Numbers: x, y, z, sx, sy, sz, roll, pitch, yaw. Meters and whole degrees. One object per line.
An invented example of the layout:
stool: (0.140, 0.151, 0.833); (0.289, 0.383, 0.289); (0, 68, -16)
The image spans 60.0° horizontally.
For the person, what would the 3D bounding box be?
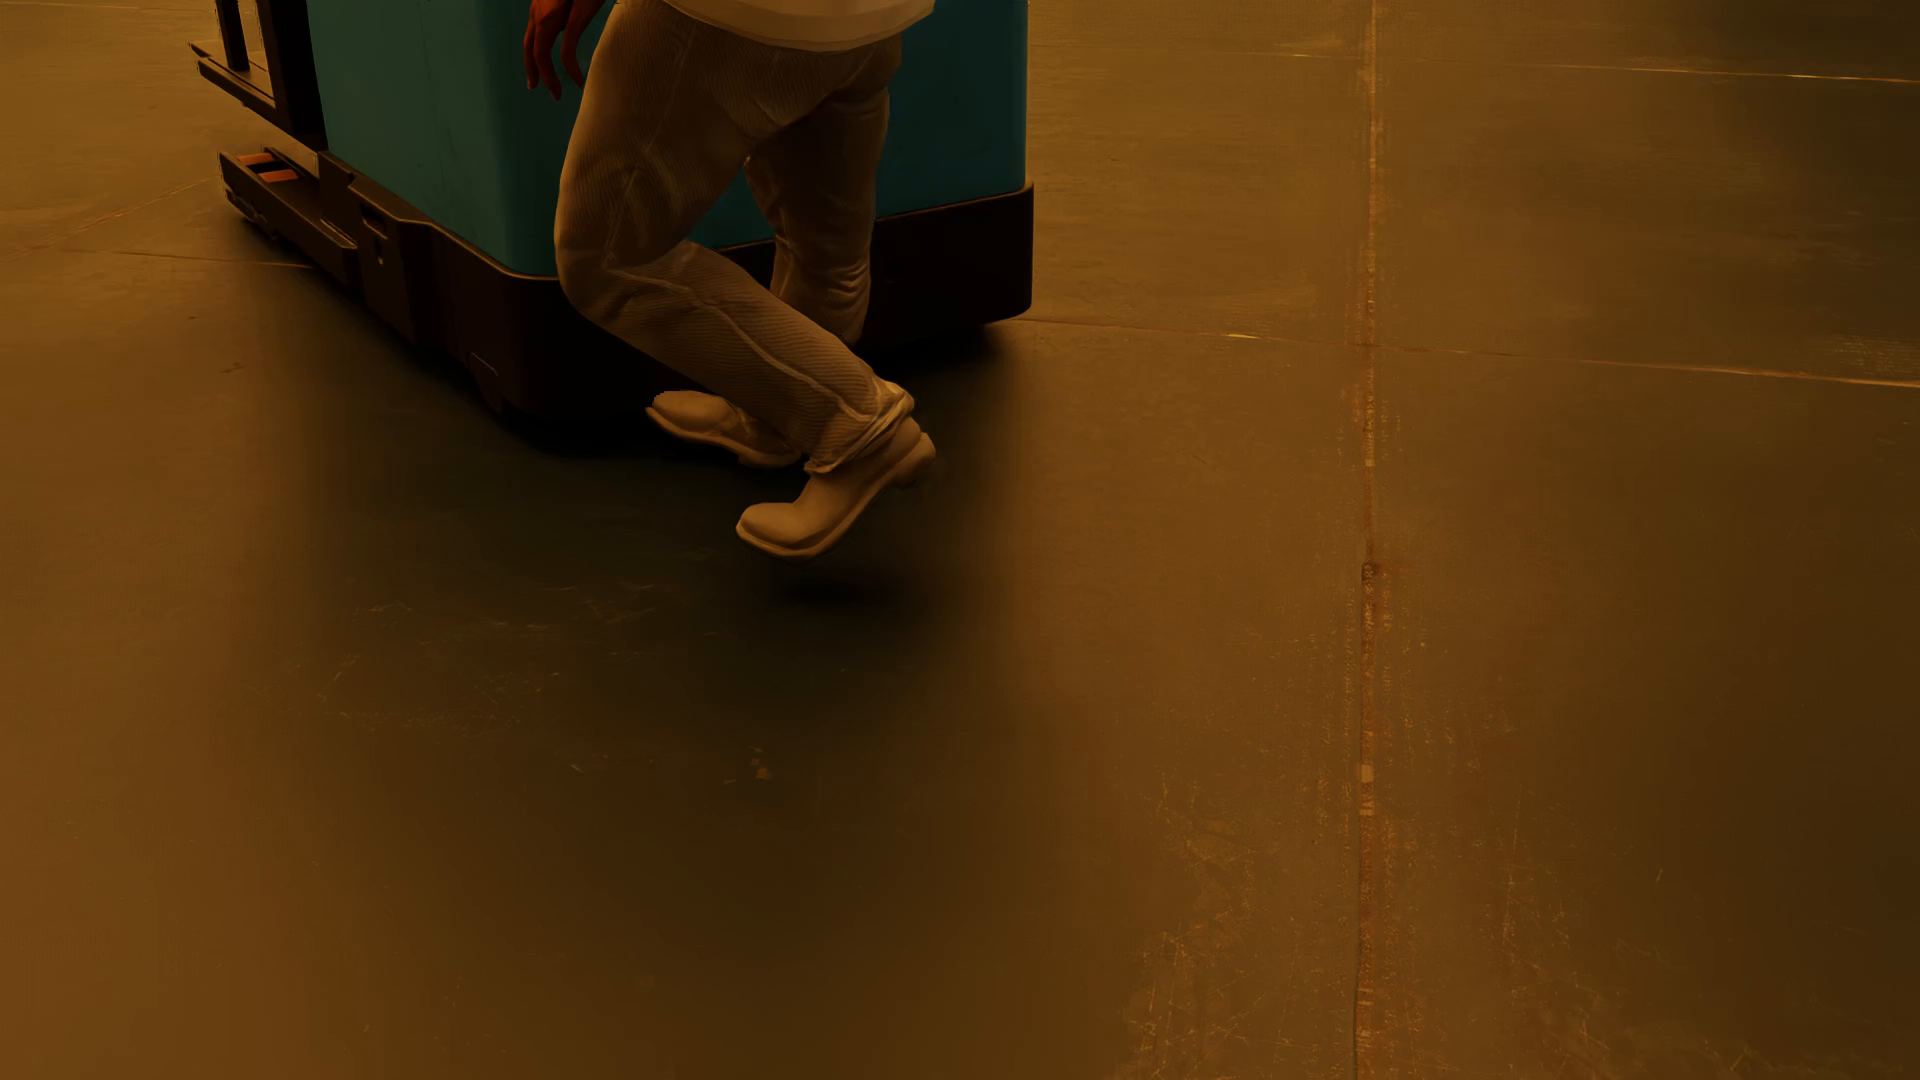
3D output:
person: (-0.326, -0.749, 2.123); (0.733, 1.692, 0.737); (12, 29, 23)

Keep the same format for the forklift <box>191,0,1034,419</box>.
forklift: (-1.122, -2.116, 3.440); (1.130, 2.935, 3.031); (-18, 32, -31)
